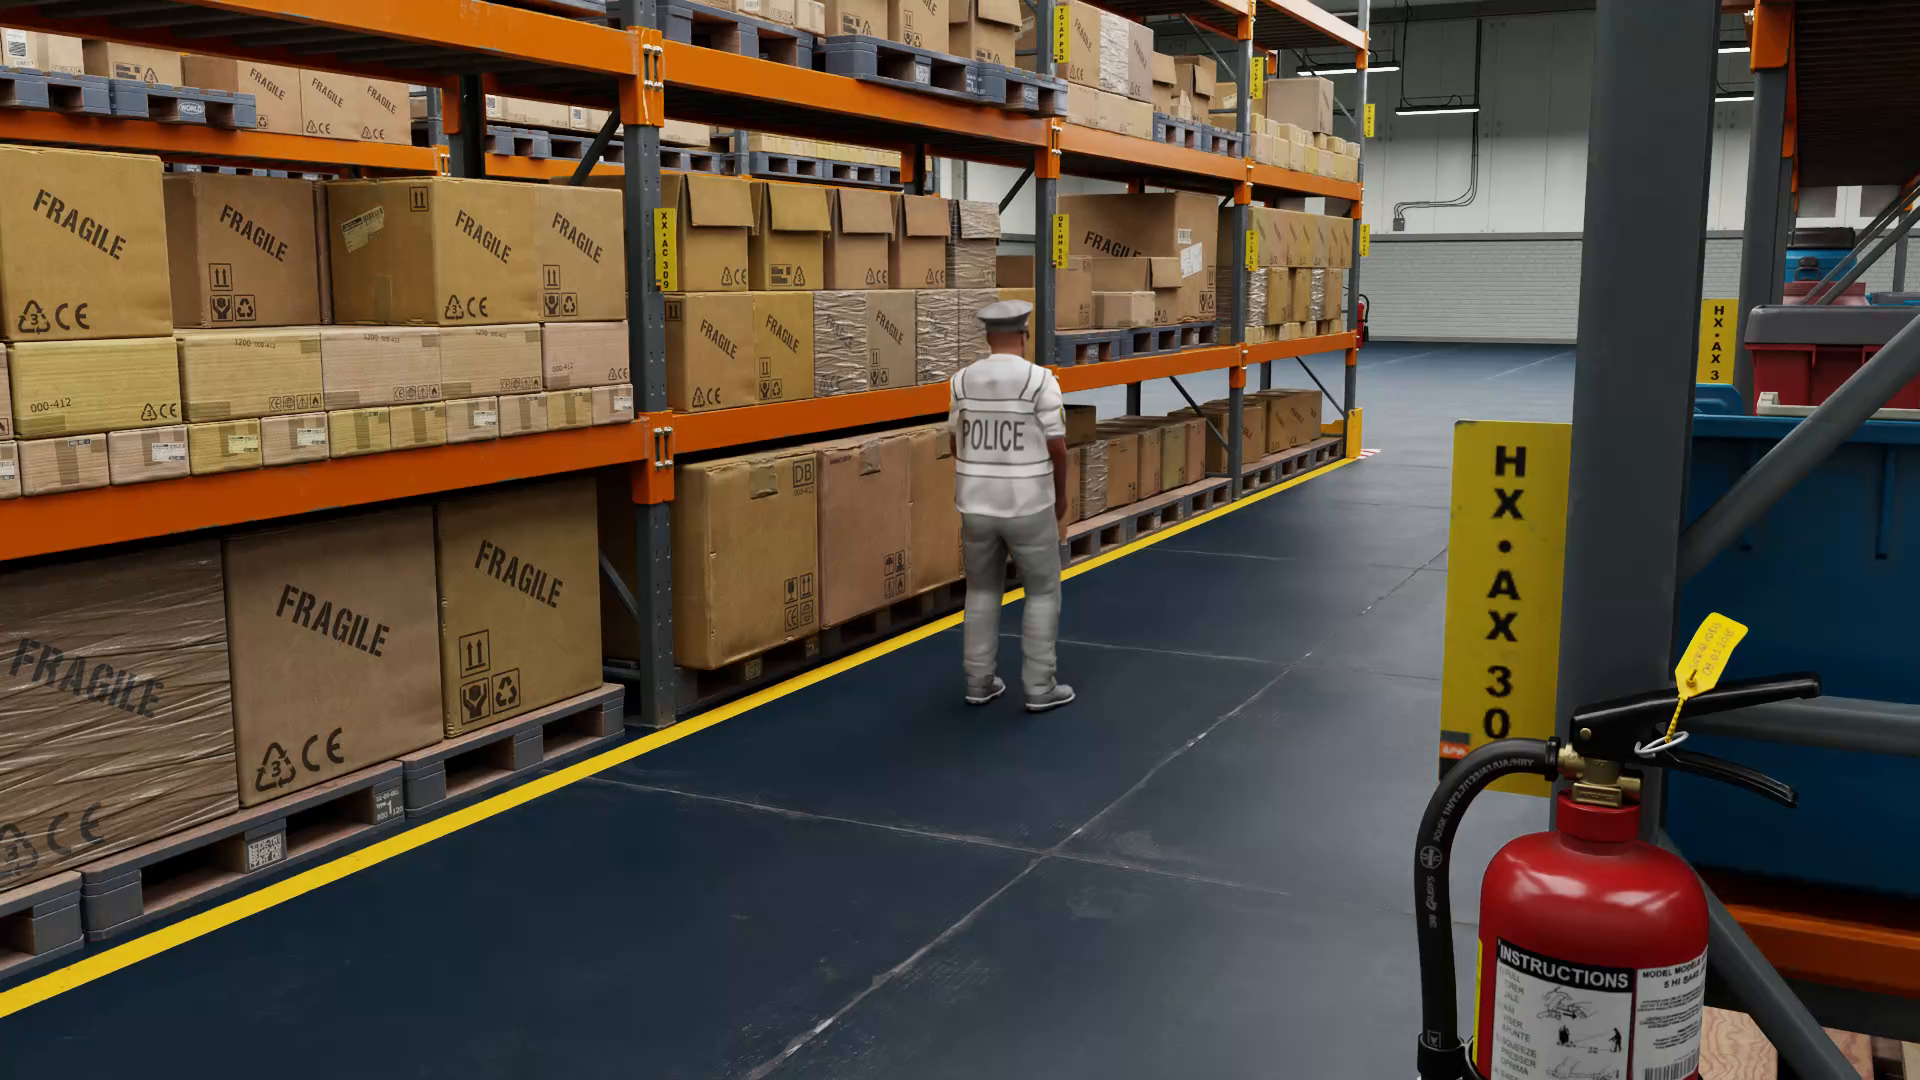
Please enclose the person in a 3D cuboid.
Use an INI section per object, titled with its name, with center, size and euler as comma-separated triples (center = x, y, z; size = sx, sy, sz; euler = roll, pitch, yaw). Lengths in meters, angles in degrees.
[person]
center = 0.221, -0.153, 7.254
size = 0.536, 1.765, 0.479
euler = 4, 10, 24
